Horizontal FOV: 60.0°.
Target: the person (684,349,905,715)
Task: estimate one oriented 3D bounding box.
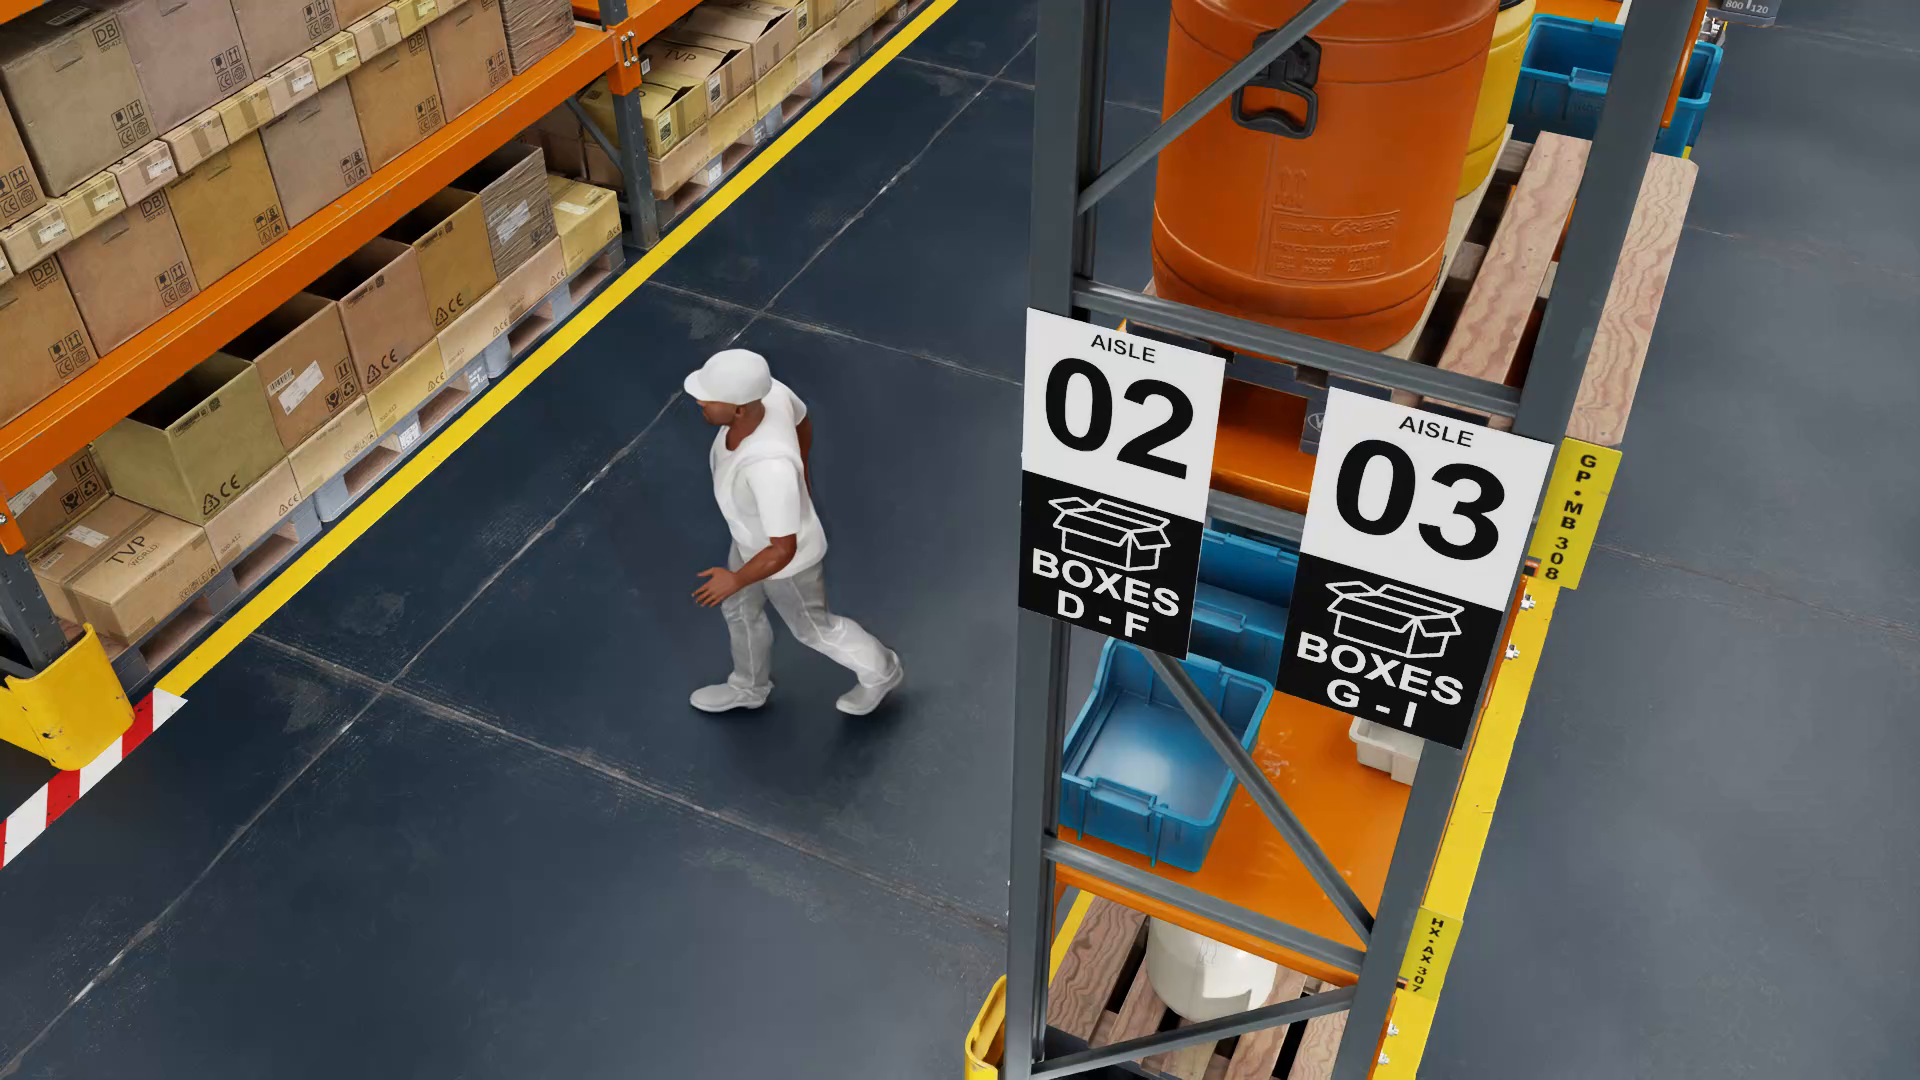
[{"bbox_3d":[-0.642,0.016,6.100,0.840,1.748,0.719,-12,43,-13],"label":"person"}]
